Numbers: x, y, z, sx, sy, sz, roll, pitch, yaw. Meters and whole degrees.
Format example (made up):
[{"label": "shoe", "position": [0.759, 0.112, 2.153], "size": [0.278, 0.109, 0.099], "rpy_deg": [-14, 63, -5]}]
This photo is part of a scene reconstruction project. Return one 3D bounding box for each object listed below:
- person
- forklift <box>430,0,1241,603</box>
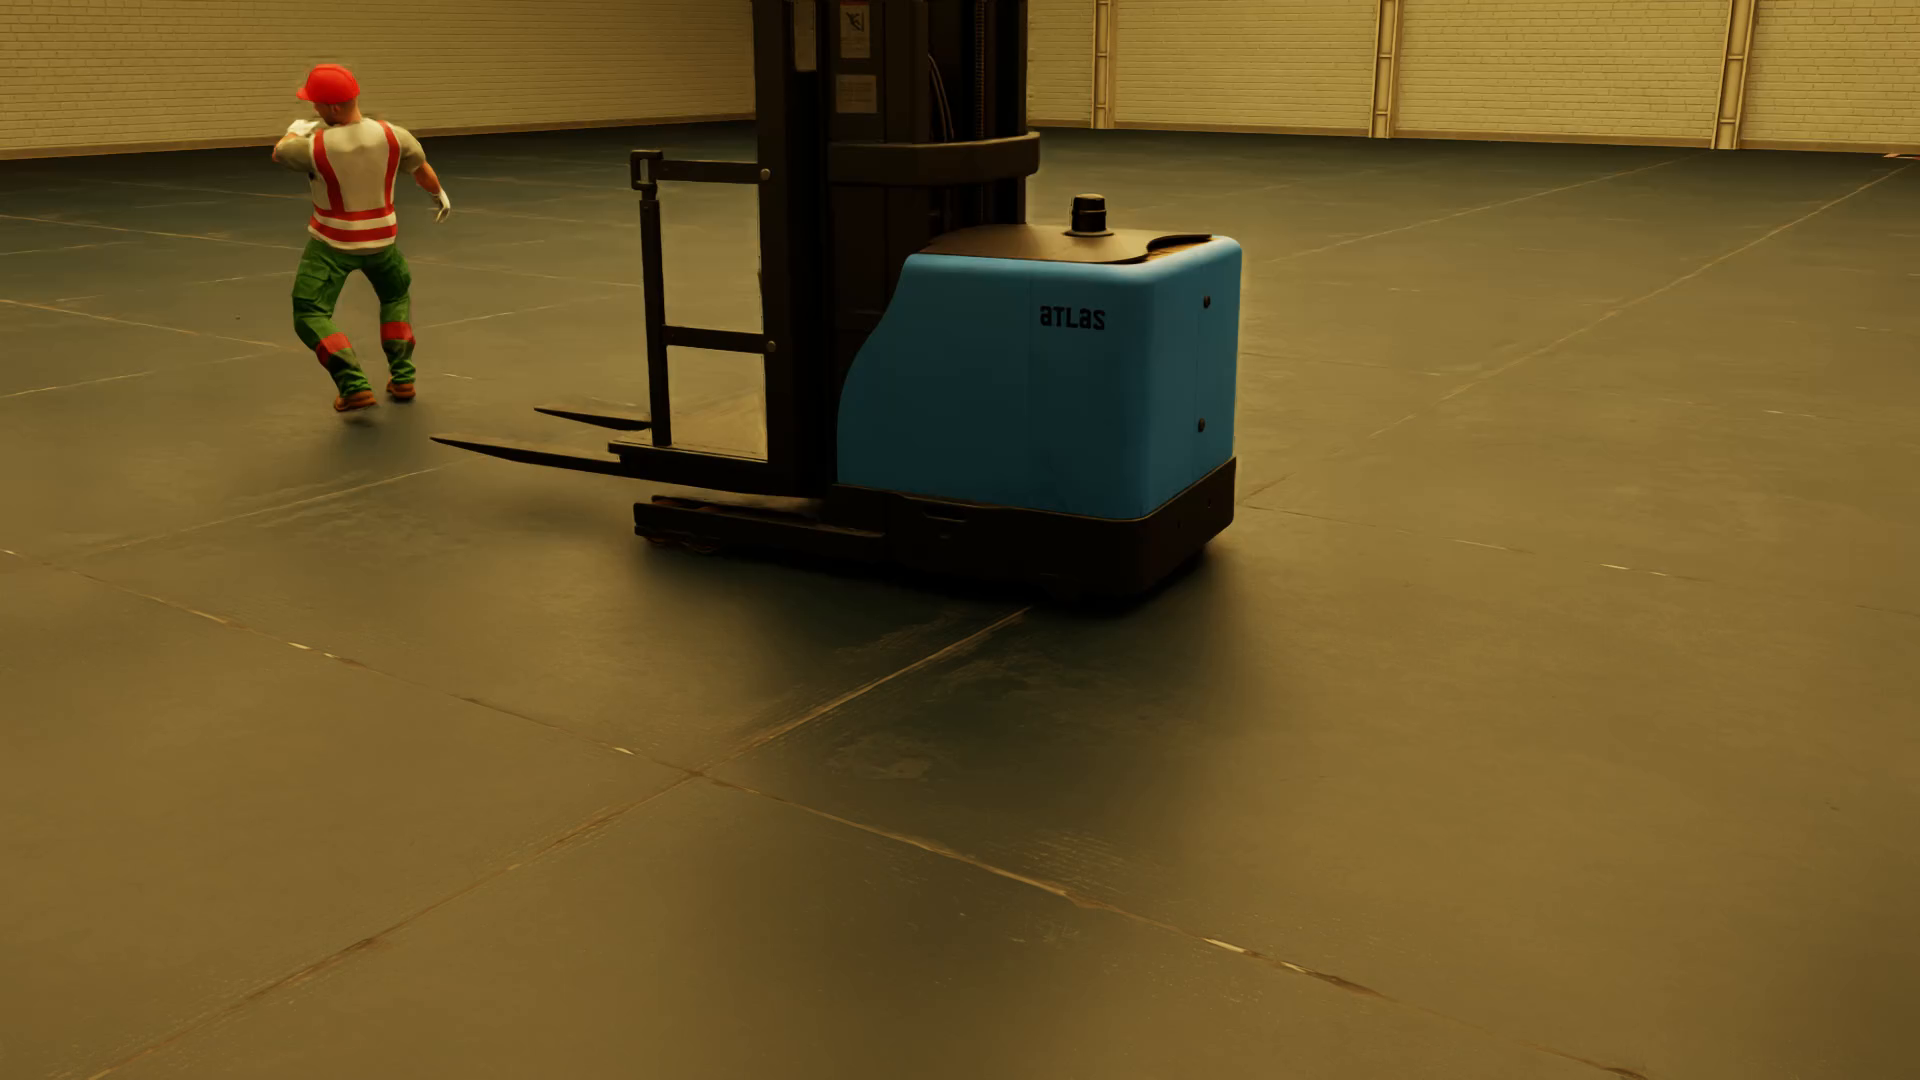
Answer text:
[{"label": "person", "position": [-2.846, -1.473, 8.028], "size": [0.853, 1.594, 0.916], "rpy_deg": [12, 20, 35]}, {"label": "forklift", "position": [-0.580, -1.482, 5.790], "size": [3.031, 2.935, 1.130], "rpy_deg": [8, 19, 26]}]
